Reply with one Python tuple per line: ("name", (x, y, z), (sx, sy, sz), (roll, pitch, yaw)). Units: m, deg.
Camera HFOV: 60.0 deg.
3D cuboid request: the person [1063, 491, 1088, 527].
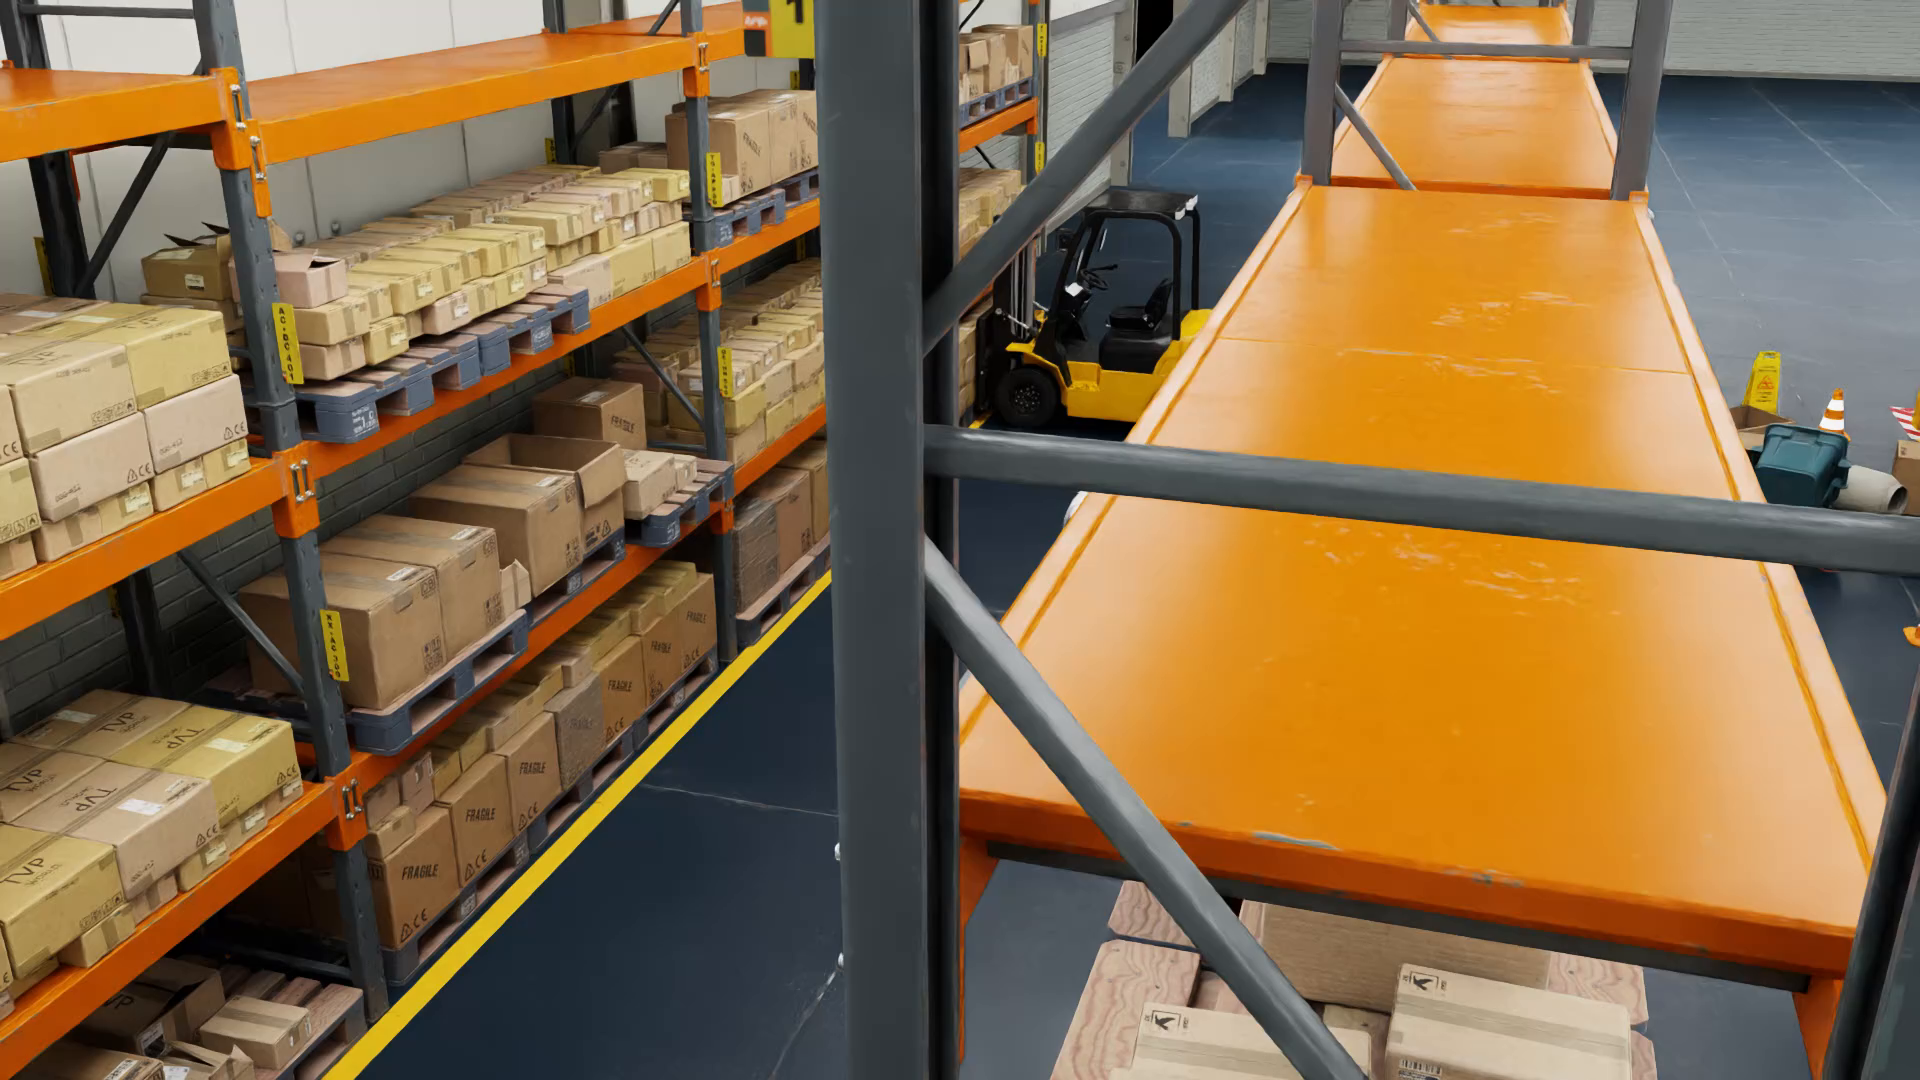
("person", (0.864, 0.275, 10.439), (0.453, 1.718, 0.591), (7, 23, 17))
